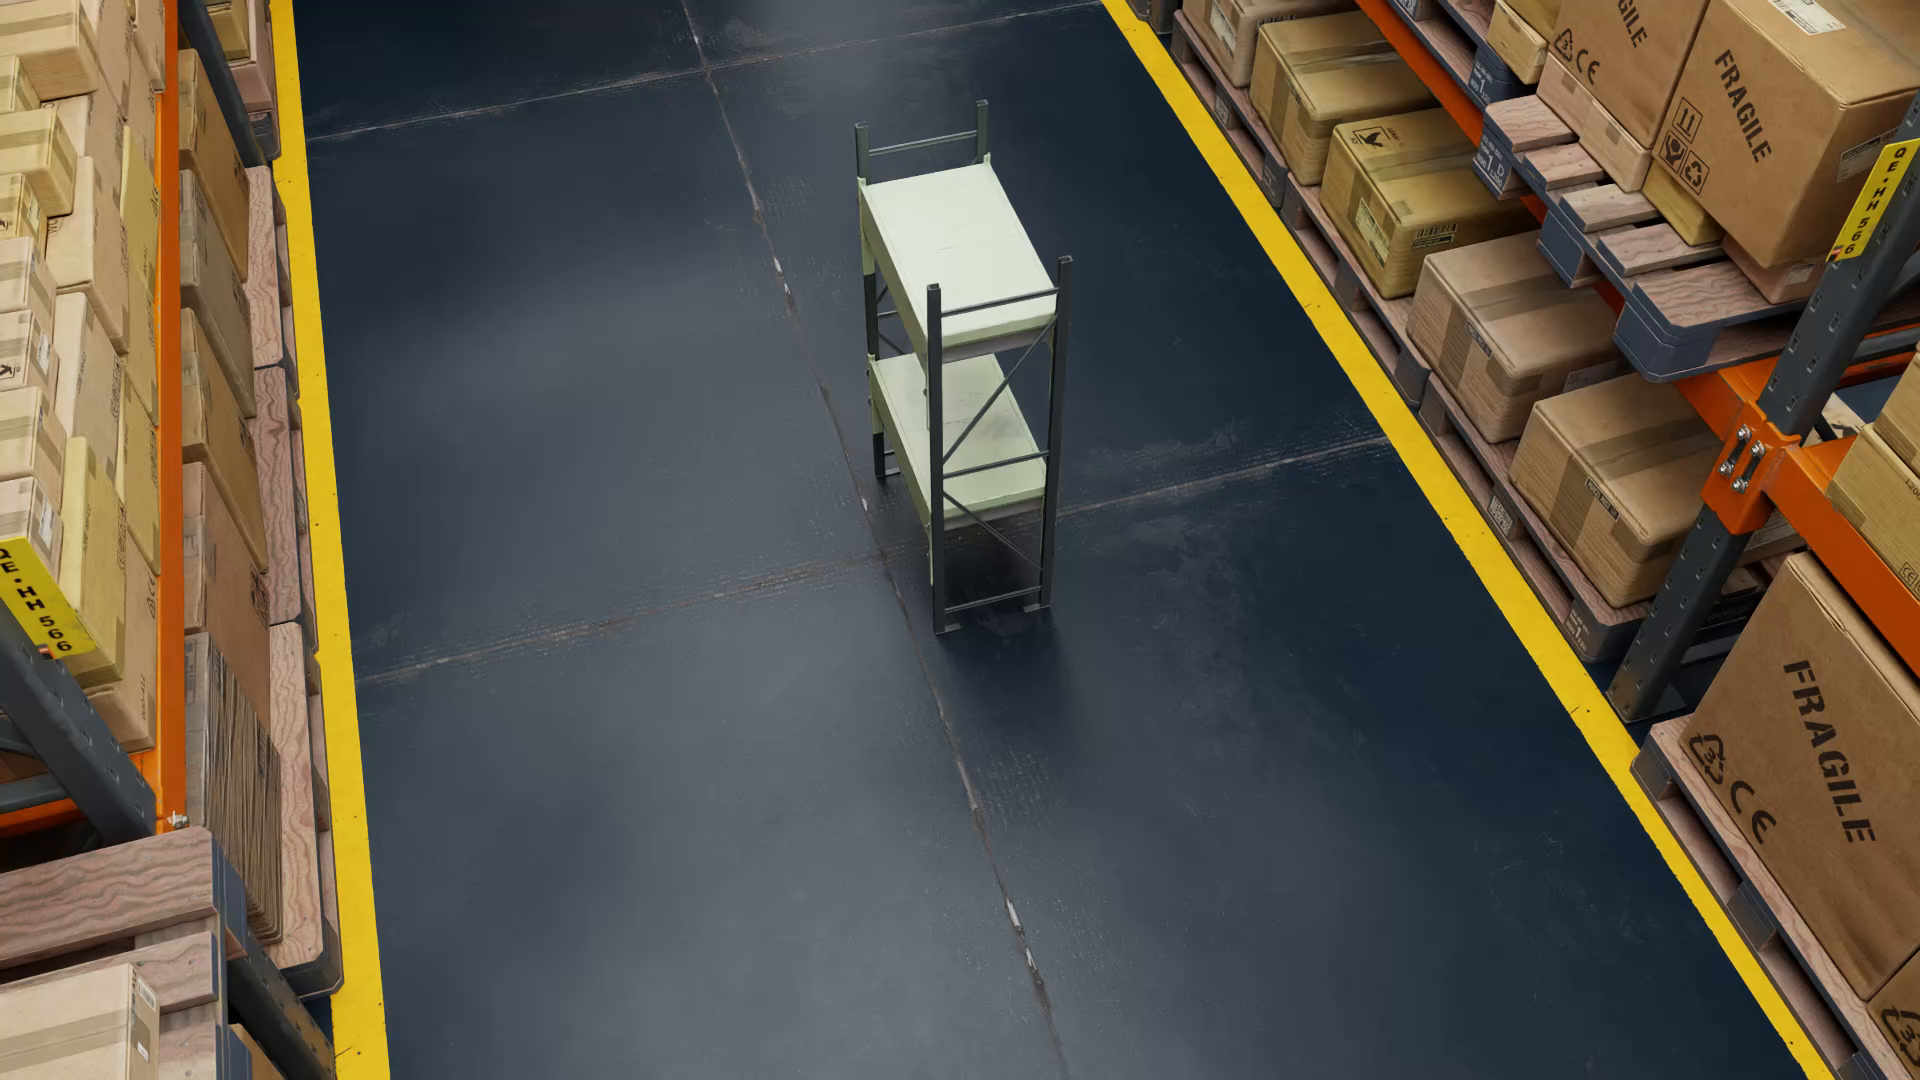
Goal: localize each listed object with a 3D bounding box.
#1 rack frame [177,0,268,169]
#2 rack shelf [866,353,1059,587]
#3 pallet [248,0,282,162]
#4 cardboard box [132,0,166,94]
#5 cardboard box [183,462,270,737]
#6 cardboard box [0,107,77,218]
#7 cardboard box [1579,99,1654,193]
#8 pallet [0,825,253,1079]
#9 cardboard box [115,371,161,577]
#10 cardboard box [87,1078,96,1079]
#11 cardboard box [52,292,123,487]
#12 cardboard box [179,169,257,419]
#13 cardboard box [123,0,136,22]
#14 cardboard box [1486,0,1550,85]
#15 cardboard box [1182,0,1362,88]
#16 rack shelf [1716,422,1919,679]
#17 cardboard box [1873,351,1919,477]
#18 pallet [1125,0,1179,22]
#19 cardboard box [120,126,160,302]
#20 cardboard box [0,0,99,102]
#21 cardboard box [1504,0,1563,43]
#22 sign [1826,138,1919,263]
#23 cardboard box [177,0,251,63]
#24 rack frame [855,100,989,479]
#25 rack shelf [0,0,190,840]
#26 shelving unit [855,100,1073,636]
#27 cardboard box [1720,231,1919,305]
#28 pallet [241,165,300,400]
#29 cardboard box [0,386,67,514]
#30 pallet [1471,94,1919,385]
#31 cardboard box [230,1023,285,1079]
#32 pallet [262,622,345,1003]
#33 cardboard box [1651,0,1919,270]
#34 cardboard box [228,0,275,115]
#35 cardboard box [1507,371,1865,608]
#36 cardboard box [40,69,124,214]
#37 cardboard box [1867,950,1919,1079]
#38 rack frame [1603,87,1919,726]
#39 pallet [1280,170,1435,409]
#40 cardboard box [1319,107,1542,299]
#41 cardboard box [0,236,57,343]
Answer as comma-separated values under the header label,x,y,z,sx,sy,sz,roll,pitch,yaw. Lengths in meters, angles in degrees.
label,x,y,z,sx,sy,sz,roll,pitch,yaw
rack frame,-3.364,-2.334,5.756,1.000,3.000,0.127,-13,51,-11
rack shelf,-0.002,-0.278,5.430,0.431,0.370,0.720,-13,51,-11
pallet,-3.559,-2.026,7.320,1.003,0.211,1.213,-13,51,-11
cardboard box,-2.811,-1.611,5.244,0.500,0.250,0.500,-14,51,-11
cardboard box,-2.553,0.283,4.828,0.875,0.625,0.625,-12,51,-10
cardboard box,-2.386,-0.894,4.052,0.380,0.149,0.250,-12,51,-10
cardboard box,1.972,-1.132,4.632,0.380,0.149,0.250,-14,51,-11
pallet,-1.913,1.128,2.963,1.213,0.211,1.003,-13,51,-11
cardboard box,-2.223,-0.112,3.981,0.500,0.250,0.500,-14,51,-12
cardboard box,-1.560,1.197,2.602,0.500,0.250,0.500,-15,52,-13
cardboard box,-2.226,-0.271,3.788,0.500,0.250,0.500,-12,51,-10
cardboard box,-2.977,-0.757,5.705,0.875,0.625,0.625,-14,51,-11
cardboard box,-2.815,-1.772,5.053,0.500,0.250,0.500,-15,51,-12
cardboard box,1.811,-1.515,4.955,0.380,0.149,0.250,-13,51,-10
cardboard box,1.534,-2.365,7.226,0.950,0.372,0.625,-13,51,-11
rack shelf,3.151,1.155,3.285,1.077,0.370,4.000,-13,51,-11
cardboard box,2.474,-0.225,3.749,0.500,0.250,0.500,-14,51,-11
pallet,1.144,-3.043,8.177,1.003,0.211,1.213,-13,51,-11
cardboard box,-2.533,-0.866,4.616,0.500,0.250,0.500,-12,51,-10
cardboard box,-2.492,-1.274,4.372,0.380,0.149,0.250,-15,51,-12
cardboard box,1.846,-1.814,4.783,0.500,0.500,0.500,-16,52,-13
sign,2.044,-0.756,3.720,0.100,0.325,0.005,-13,51,-11
cardboard box,-3.212,-2.168,6.812,0.500,0.250,0.500,-14,51,-11
rack frame,-0.110,-0.756,5.406,0.400,1.500,0.023,-13,51,-11
rack shelf,-2.772,-0.642,4.800,1.077,0.370,4.000,-13,51,-11
shelving unit,-0.002,-0.488,5.181,0.431,1.500,0.755,-13,51,-11
cardboard box,2.238,-0.779,4.334,0.380,0.149,0.250,-12,51,-10
pallet,-3.109,-0.906,6.376,1.003,0.211,1.213,-13,51,-11
cardboard box,-2.074,-0.148,3.423,0.380,0.149,0.250,-12,51,-10
pallet,2.247,-0.972,4.733,1.213,0.211,1.003,-13,51,-11
cardboard box,-1.851,1.518,3.869,0.500,0.500,0.500,-12,51,-10
pallet,-2.387,0.876,4.874,1.003,0.211,1.213,-13,51,-11
cardboard box,2.160,-1.070,4.156,0.500,0.500,0.500,-15,51,-12
cardboard box,-3.191,-2.012,7.008,0.500,0.250,0.500,-13,51,-11
cardboard box,2.402,-0.241,5.435,0.950,0.372,0.625,-16,52,-13
cardboard box,-2.538,-1.025,4.423,0.500,0.250,0.500,-13,51,-10
cardboard box,2.944,1.187,3.902,0.875,0.875,0.875,-13,51,-11
rack frame,2.560,-0.538,4.242,1.000,3.000,0.127,-13,51,-11
pallet,1.973,-1.100,6.539,1.003,0.211,1.213,-13,51,-11
cardboard box,1.957,-1.333,6.356,0.950,0.372,0.625,-12,51,-10
cardboard box,-2.264,-0.518,3.735,0.380,0.149,0.250,-13,51,-11
